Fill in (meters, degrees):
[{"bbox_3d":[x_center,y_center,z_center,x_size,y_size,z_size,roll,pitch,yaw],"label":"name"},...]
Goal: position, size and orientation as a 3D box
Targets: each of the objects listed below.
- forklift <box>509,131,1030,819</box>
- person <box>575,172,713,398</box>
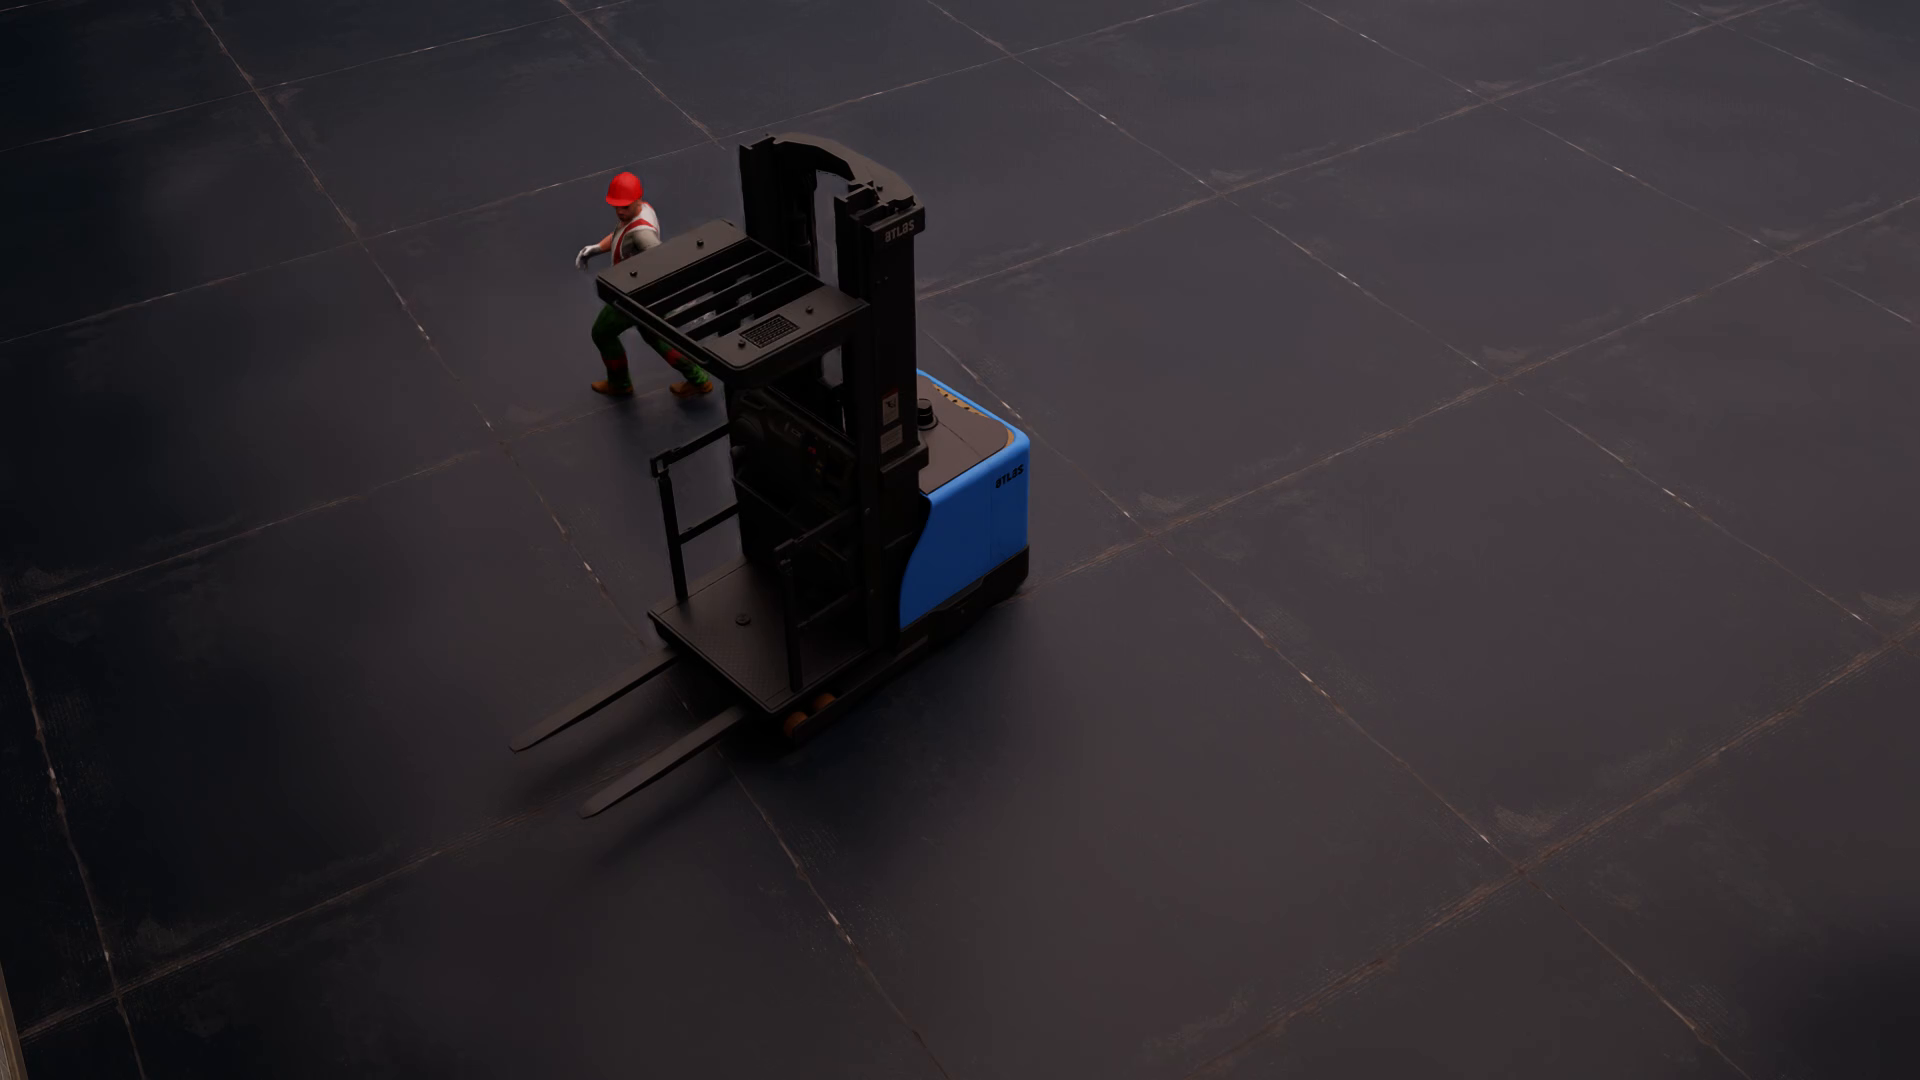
[{"bbox_3d":[-1.005,-0.413,8.344,3.031,2.935,1.130,-33,51,-32],"label":"forklift"},{"bbox_3d":[-2.052,-1.591,10.656,0.936,1.700,0.569,8,42,9],"label":"person"}]
